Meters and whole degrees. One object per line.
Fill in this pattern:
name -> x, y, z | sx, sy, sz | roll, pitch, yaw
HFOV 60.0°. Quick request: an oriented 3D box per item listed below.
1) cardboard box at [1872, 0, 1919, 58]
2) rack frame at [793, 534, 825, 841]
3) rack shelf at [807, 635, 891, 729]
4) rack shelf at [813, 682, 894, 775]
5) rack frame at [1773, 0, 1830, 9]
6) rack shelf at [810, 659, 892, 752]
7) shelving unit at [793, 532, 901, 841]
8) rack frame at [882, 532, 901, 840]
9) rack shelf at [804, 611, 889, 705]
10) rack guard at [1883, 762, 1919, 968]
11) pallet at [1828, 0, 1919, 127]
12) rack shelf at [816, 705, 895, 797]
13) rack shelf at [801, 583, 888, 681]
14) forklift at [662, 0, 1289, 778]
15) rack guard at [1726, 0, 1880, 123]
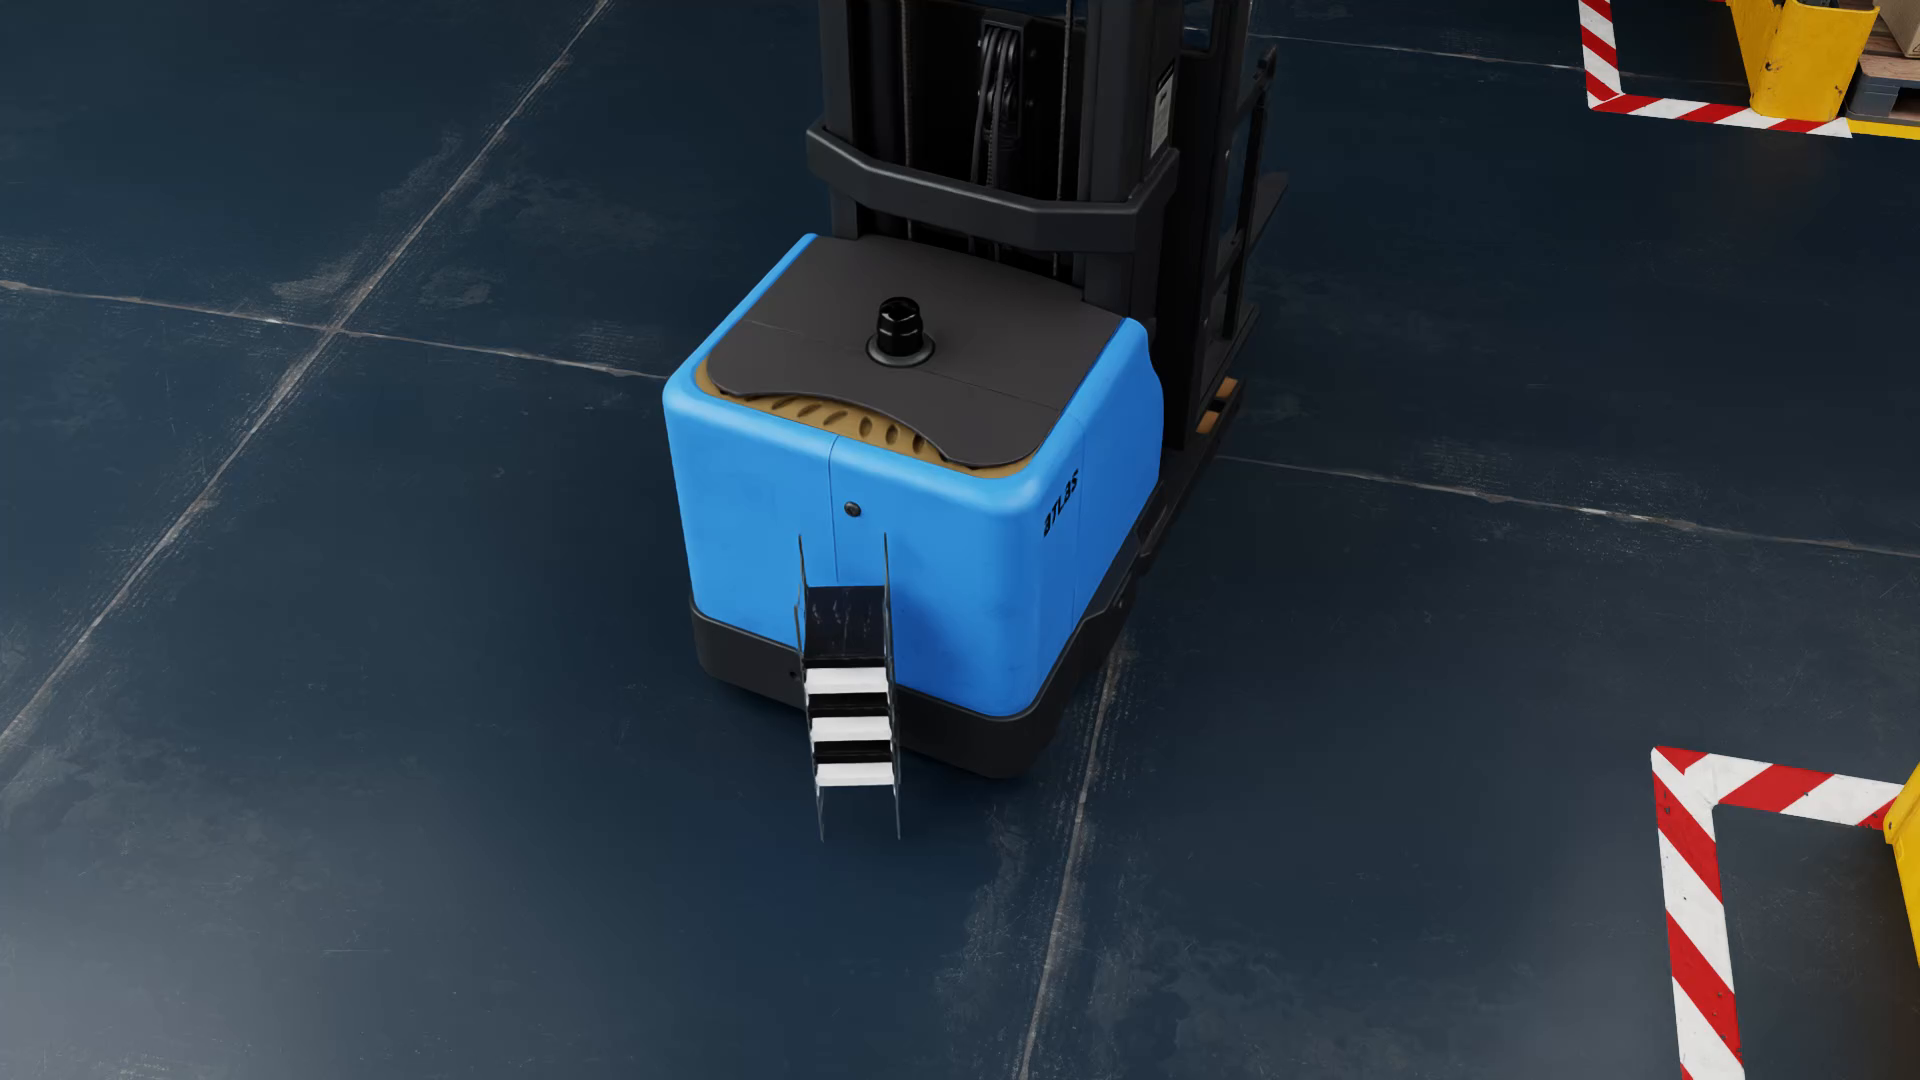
cardboard box -> 4.285, -2.311, 7.110 | 0.500, 0.311, 0.500 | 4, 44, 4
rack frame -> -0.373, 0.393, 4.192 | 0.006, 0.900, 0.240 | -1, 44, 0
rack shelf -> -0.272, 0.350, 4.153 | 0.200, 0.077, 0.258 | -1, 44, 0
rack shelf -> -0.270, 0.480, 4.278 | 0.200, 0.077, 0.258 | -1, 44, 0
rack frame -> 3.630, -3.287, 6.502 | 0.127, 3.000, 1.000 | 9, 45, 9
rack shelf -> -0.271, 0.415, 4.216 | 0.200, 0.077, 0.258 | -1, 44, 0
shelving unit -> -0.272, 0.391, 4.193 | 0.210, 0.900, 0.258 | -1, 44, 0
rack frame -> -0.170, 0.389, 4.193 | 0.006, 0.900, 0.240 | -1, 44, 0
rack shelf -> -0.274, 0.285, 4.091 | 0.200, 0.077, 0.258 | -1, 44, 0
rack guard -> 2.528, 0.963, 3.889 | 0.348, 0.500, 1.175 | 9, 45, 9
pallet -> 4.489, -2.124, 7.305 | 1.213, 0.211, 1.003 | 9, 45, 9
rack shelf -> -0.269, 0.545, 4.341 | 0.200, 0.077, 0.258 | -1, 44, 0
rack shelf -> -0.275, 0.221, 4.029 | 0.200, 0.077, 0.258 | -1, 44, 0
forklift -> 0.320, -1.443, 4.635 | 1.130, 2.935, 3.031 | 18, 47, 18
rack guard -> 3.704, -2.375, 7.357 | 0.348, 0.500, 1.175 | 9, 45, 9
